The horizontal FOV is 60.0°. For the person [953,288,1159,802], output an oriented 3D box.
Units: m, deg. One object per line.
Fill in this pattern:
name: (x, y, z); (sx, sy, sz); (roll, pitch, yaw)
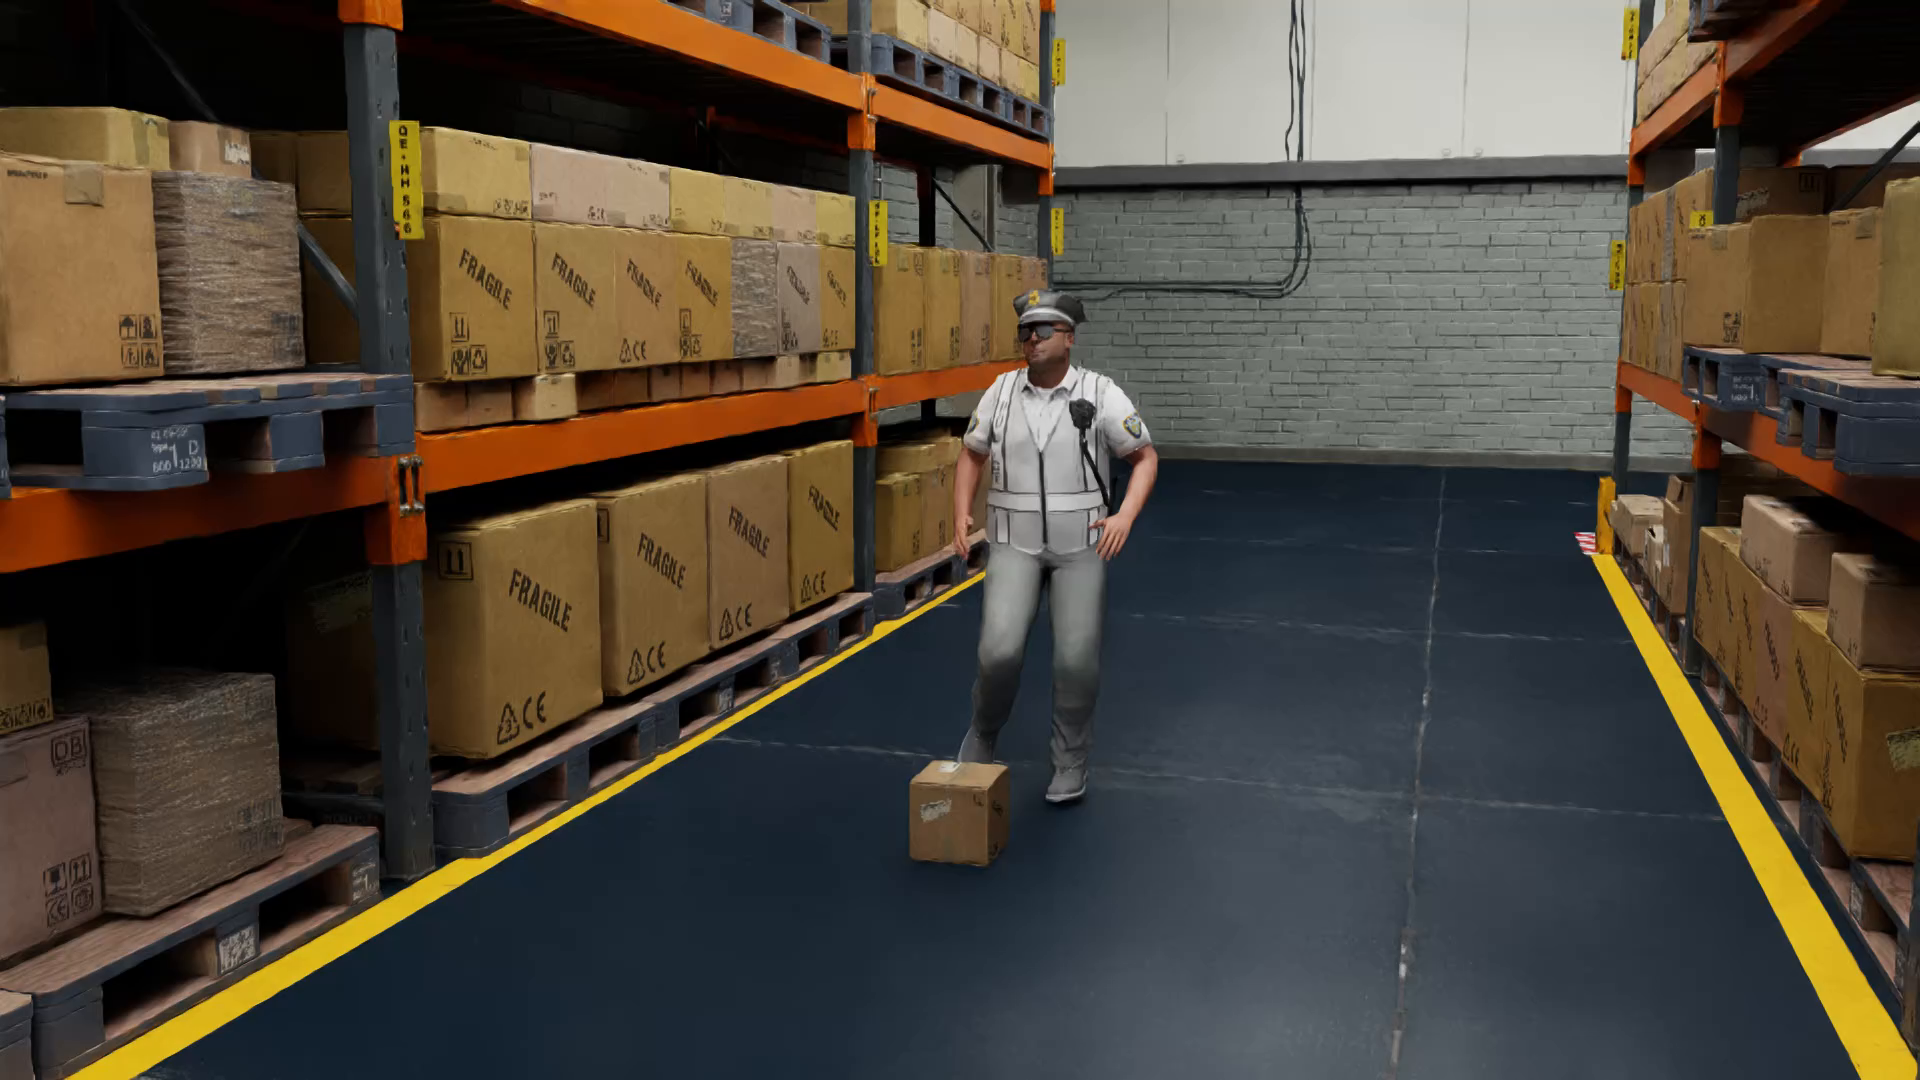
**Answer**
person: (0.321, 0.020, 5.709); (0.711, 1.753, 0.506); (1, 8, 5)
